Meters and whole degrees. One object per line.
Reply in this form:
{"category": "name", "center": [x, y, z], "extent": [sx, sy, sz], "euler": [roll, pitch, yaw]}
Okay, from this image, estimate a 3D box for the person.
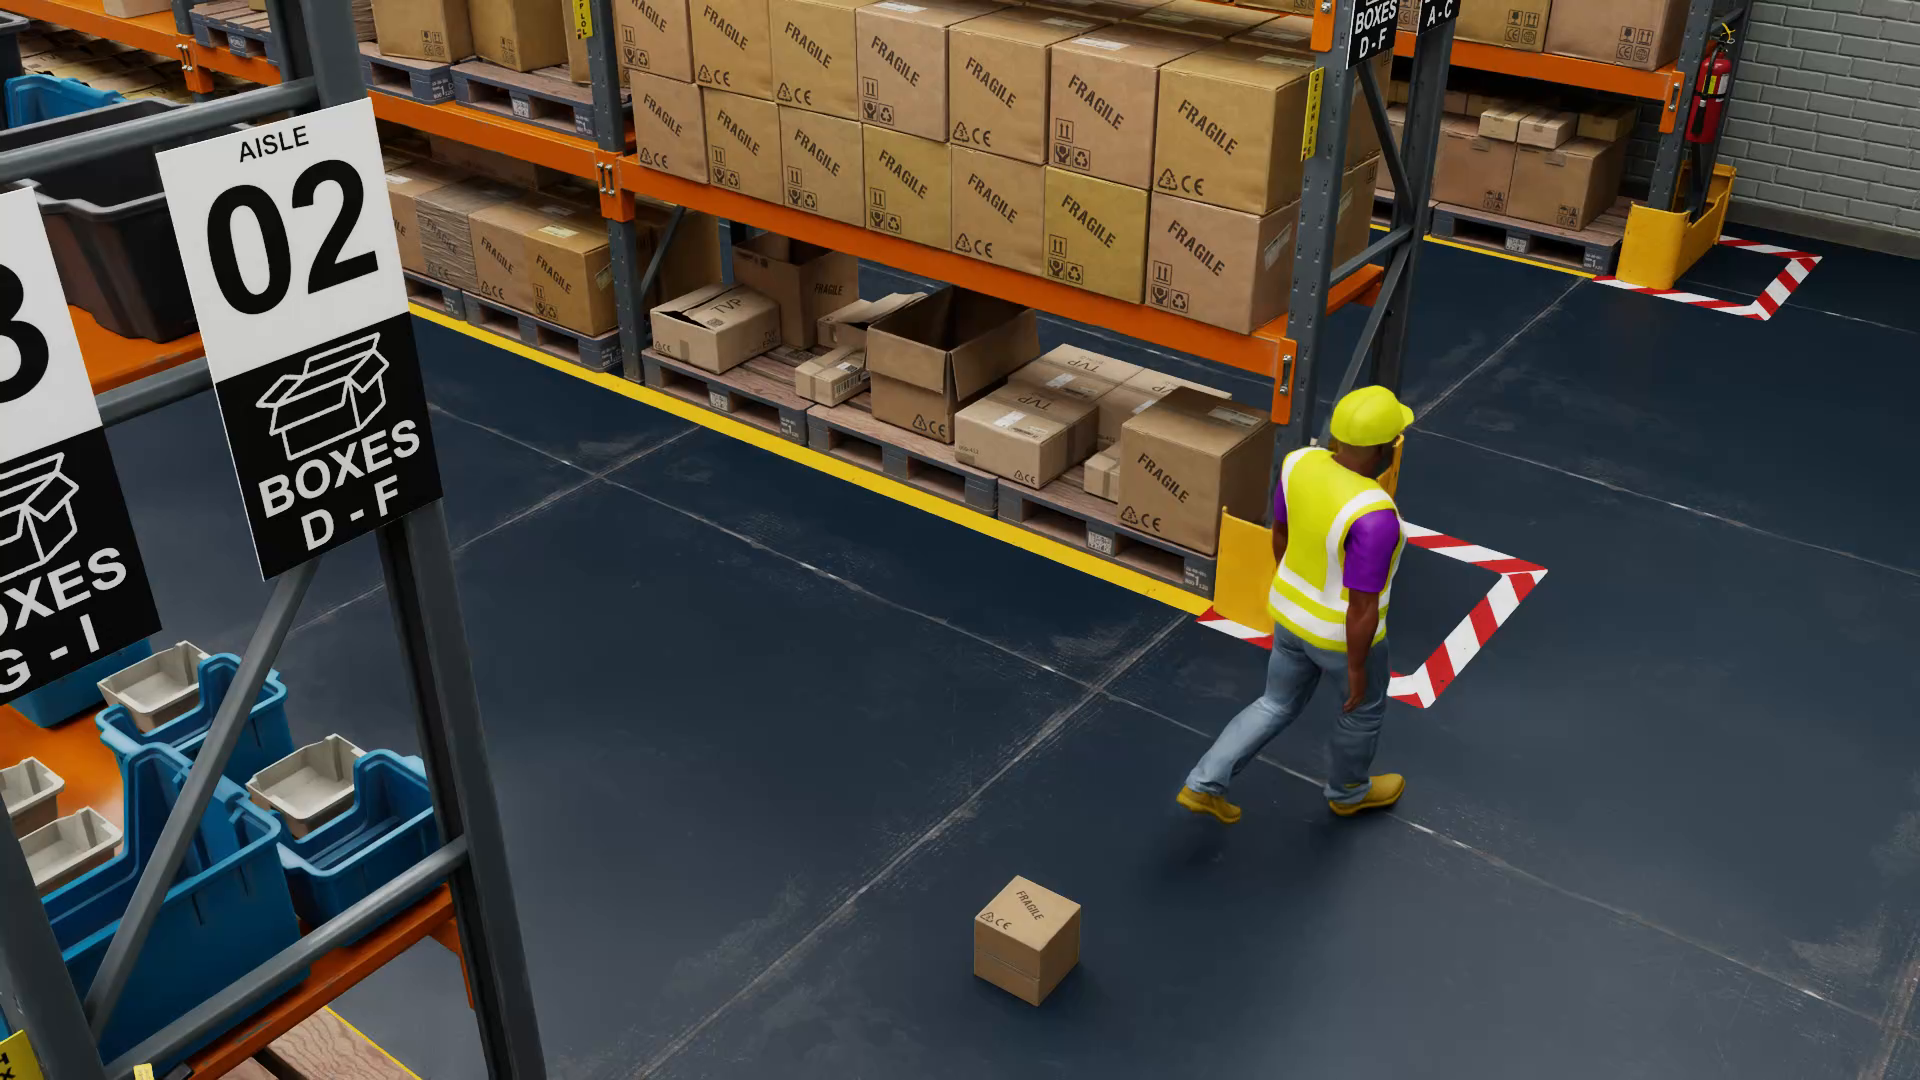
{"category": "person", "center": [-5.872, -1.500, 8.631], "extent": [9.795, 1.738, 13.610], "euler": [-16, 34, -25]}
